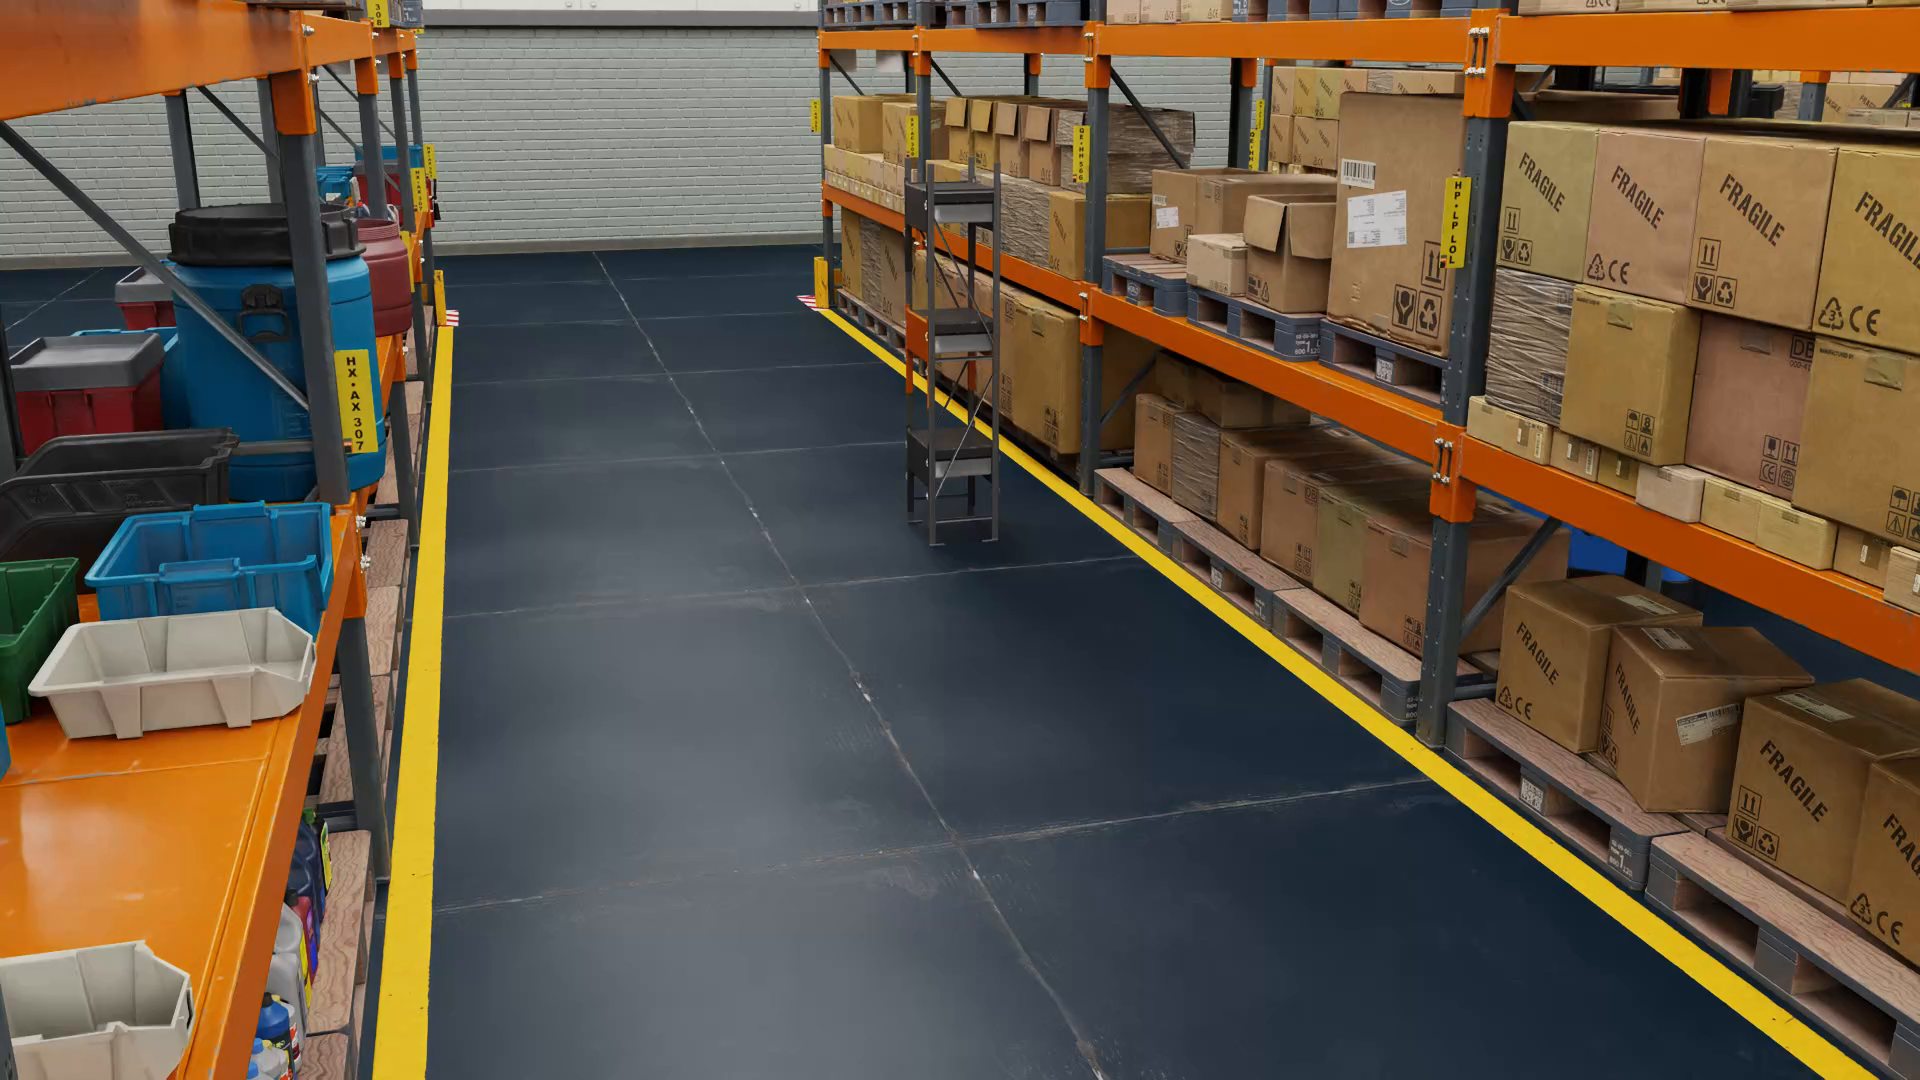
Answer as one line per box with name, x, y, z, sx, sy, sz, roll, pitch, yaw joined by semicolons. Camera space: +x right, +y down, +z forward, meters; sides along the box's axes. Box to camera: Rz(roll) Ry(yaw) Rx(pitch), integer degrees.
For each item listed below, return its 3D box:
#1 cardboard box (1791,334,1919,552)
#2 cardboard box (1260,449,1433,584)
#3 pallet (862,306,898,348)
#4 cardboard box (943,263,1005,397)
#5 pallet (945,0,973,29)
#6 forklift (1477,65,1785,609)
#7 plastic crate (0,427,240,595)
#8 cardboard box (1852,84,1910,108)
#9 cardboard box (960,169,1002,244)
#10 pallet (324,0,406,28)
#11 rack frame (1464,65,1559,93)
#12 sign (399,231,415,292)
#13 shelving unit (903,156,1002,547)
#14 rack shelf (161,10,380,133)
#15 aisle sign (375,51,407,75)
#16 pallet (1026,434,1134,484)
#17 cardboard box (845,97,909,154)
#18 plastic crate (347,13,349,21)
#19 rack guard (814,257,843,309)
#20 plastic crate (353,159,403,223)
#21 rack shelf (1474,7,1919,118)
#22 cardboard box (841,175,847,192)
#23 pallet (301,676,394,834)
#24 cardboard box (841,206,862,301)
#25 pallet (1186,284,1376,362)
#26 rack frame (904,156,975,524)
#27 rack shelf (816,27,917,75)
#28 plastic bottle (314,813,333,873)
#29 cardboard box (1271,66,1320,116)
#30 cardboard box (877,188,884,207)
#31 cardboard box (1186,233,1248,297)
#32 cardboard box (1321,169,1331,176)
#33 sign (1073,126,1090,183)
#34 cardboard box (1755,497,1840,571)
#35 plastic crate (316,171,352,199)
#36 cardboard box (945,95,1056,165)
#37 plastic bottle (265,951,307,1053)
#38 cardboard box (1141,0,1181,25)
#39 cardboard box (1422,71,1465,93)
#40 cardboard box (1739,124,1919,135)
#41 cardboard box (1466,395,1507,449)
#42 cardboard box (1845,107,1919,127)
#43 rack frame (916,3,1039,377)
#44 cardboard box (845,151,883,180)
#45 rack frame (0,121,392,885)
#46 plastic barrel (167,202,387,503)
cardboard box;2.844;-0.298;4.539;0.875;0.500;0.500;-5;17;-15
cardboard box;1.930;-0.123;8.228;0.700;0.500;0.500;-6;18;-20
pallet;-0.326;-2.082;16.016;1.003;0.211;1.213;-5;17;-15
cardboard box;0.588;-1.624;12.607;1.225;0.875;0.875;-5;18;-17
pallet;0.446;-3.958;12.533;0.805;0.209;1.217;-5;18;-17
forklift;3.626;-1.352;8.859;1.130;2.935;3.031;9;19;27
plastic crate;-2.396;-0.074;4.591;0.767;0.338;0.504;-5;17;-15
cardboard box;9.279;-4.282;16.580;0.500;0.500;0.500;-5;17;-16
cardboard box;0.308;-2.486;12.341;0.500;0.500;0.500;-5;17;-17
pallet;-3.992;-3.295;10.321;1.003;0.211;1.213;-5;17;-15
rack frame;4.943;-3.227;14.981;1.000;3.000;0.127;-5;17;-15
sign;-2.990;-1.488;8.909;0.100;0.325;0.005;-5;17;-15
shelving unit;-0.045;-1.051;9.302;0.431;2.100;0.503;-5;17;-15
rack shelf;-2.967;-1.904;6.612;1.077;0.370;4.000;-5;17;-15
aisle sign;-5.453;-4.866;15.918;0.394;0.787;0.004;-5;17;-15
pallet;1.101;-0.645;11.232;1.003;0.211;1.213;-5;17;-15
cardboard box;-0.795;-3.964;15.874;0.500;0.500;0.500;-5;17;-17
plastic crate;-4.694;-4.210;13.268;0.497;0.269;0.590;-5;17;-15
rack guard;-0.960;-2.779;17.833;1.175;0.500;0.348;-5;17;-15
plastic crate;-4.620;-2.797;13.335;0.402;0.464;0.583;-5;17;-15
rack shelf;2.894;-1.189;4.232;1.077;0.370;4.000;-5;17;-15
cardboard box;-0.957;-3.511;16.363;0.380;0.149;0.250;-5;17;-16
pallet;-2.671;0.863;6.212;1.003;0.211;1.213;-5;17;-15
cardboard box;-0.700;-2.982;17.129;0.875;0.875;0.875;-5;17;-15
pallet;1.829;-1.120;8.300;1.003;0.211;1.213;-5;17;-15
rack frame;-0.113;-1.119;9.527;0.400;2.100;0.015;-5;17;-15
rack shelf;-0.403;-4.508;15.282;1.077;0.370;4.000;-5;17;-15
plastic bottle;-2.018;0.947;5.185;0.097;0.201;0.097;0;17;0
cardboard box;3.712;-4.857;17.980;0.500;0.500;0.500;-5;17;-16
cardboard box;-0.536;-3.086;14.947;0.380;0.149;0.250;-4;17;-14
cardboard box;1.485;-1.404;8.442;0.500;0.250;0.500;-5;17;-17
cardboard box;4.004;-3.814;17.372;0.380;0.149;0.250;-5;17;-16
sign;0.713;-2.266;9.769;0.100;0.325;0.005;-5;17;-15
cardboard box;2.540;-0.032;4.783;0.380;0.149;0.250;-5;17;-15
plastic crate;-5.783;-3.250;15.243;0.416;0.233;0.300;-5;17;-15
cardboard box;0.330;-3.215;13.024;0.797;0.503;0.637;-5;17;-17
plastic bottle;-1.781;1.178;4.285;0.152;0.276;0.135;-4;17;-14
cardboard box;1.270;-2.829;8.702;0.500;0.250;0.500;-4;17;-14
cardboard box;4.554;-4.005;15.141;0.500;0.500;0.500;-5;18;-17
cardboard box;2.872;-1.078;5.399;0.500;0.500;0.500;-5;17;-15
cardboard box;2.115;-0.446;6.161;0.380;0.149;0.250;-5;17;-15
cardboard box;6.156;-2.522;10.723;0.700;0.500;0.500;-5;17;-16
rack frame;0.146;-2.863;13.768;1.000;3.000;0.127;-5;17;-15
cardboard box;-0.797;-3.603;15.977;0.500;0.250;0.500;-5;18;-17
rack frame;-2.418;-0.258;5.098;1.000;3.000;0.127;-5;17;-15
plastic barrel;-2.232;-0.629;5.461;0.600;0.901;0.708;-5;17;-15
